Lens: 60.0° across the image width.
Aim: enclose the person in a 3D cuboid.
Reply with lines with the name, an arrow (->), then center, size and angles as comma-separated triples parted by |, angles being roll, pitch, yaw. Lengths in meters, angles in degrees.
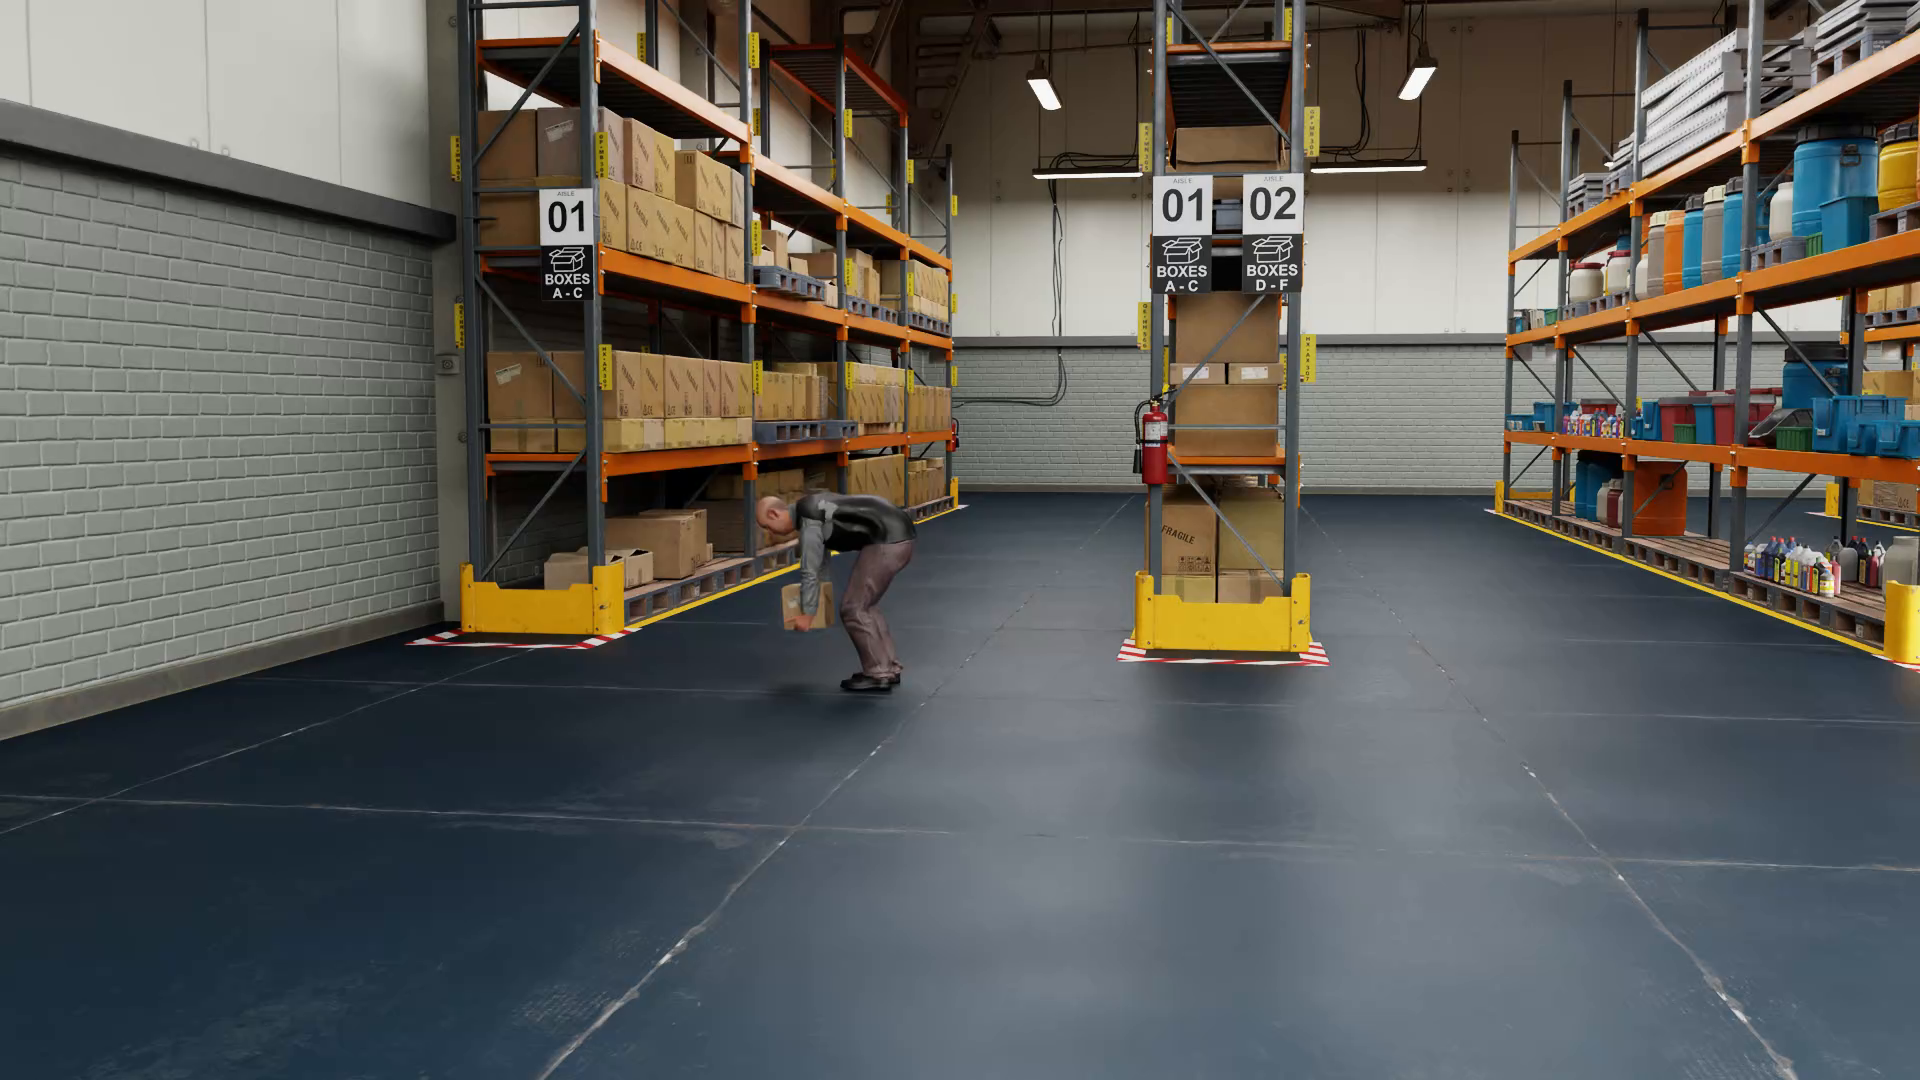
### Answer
person -> -0.733, 0.291, 9.785 | 0.955, 1.145, 0.462 | 1, 4, 7
